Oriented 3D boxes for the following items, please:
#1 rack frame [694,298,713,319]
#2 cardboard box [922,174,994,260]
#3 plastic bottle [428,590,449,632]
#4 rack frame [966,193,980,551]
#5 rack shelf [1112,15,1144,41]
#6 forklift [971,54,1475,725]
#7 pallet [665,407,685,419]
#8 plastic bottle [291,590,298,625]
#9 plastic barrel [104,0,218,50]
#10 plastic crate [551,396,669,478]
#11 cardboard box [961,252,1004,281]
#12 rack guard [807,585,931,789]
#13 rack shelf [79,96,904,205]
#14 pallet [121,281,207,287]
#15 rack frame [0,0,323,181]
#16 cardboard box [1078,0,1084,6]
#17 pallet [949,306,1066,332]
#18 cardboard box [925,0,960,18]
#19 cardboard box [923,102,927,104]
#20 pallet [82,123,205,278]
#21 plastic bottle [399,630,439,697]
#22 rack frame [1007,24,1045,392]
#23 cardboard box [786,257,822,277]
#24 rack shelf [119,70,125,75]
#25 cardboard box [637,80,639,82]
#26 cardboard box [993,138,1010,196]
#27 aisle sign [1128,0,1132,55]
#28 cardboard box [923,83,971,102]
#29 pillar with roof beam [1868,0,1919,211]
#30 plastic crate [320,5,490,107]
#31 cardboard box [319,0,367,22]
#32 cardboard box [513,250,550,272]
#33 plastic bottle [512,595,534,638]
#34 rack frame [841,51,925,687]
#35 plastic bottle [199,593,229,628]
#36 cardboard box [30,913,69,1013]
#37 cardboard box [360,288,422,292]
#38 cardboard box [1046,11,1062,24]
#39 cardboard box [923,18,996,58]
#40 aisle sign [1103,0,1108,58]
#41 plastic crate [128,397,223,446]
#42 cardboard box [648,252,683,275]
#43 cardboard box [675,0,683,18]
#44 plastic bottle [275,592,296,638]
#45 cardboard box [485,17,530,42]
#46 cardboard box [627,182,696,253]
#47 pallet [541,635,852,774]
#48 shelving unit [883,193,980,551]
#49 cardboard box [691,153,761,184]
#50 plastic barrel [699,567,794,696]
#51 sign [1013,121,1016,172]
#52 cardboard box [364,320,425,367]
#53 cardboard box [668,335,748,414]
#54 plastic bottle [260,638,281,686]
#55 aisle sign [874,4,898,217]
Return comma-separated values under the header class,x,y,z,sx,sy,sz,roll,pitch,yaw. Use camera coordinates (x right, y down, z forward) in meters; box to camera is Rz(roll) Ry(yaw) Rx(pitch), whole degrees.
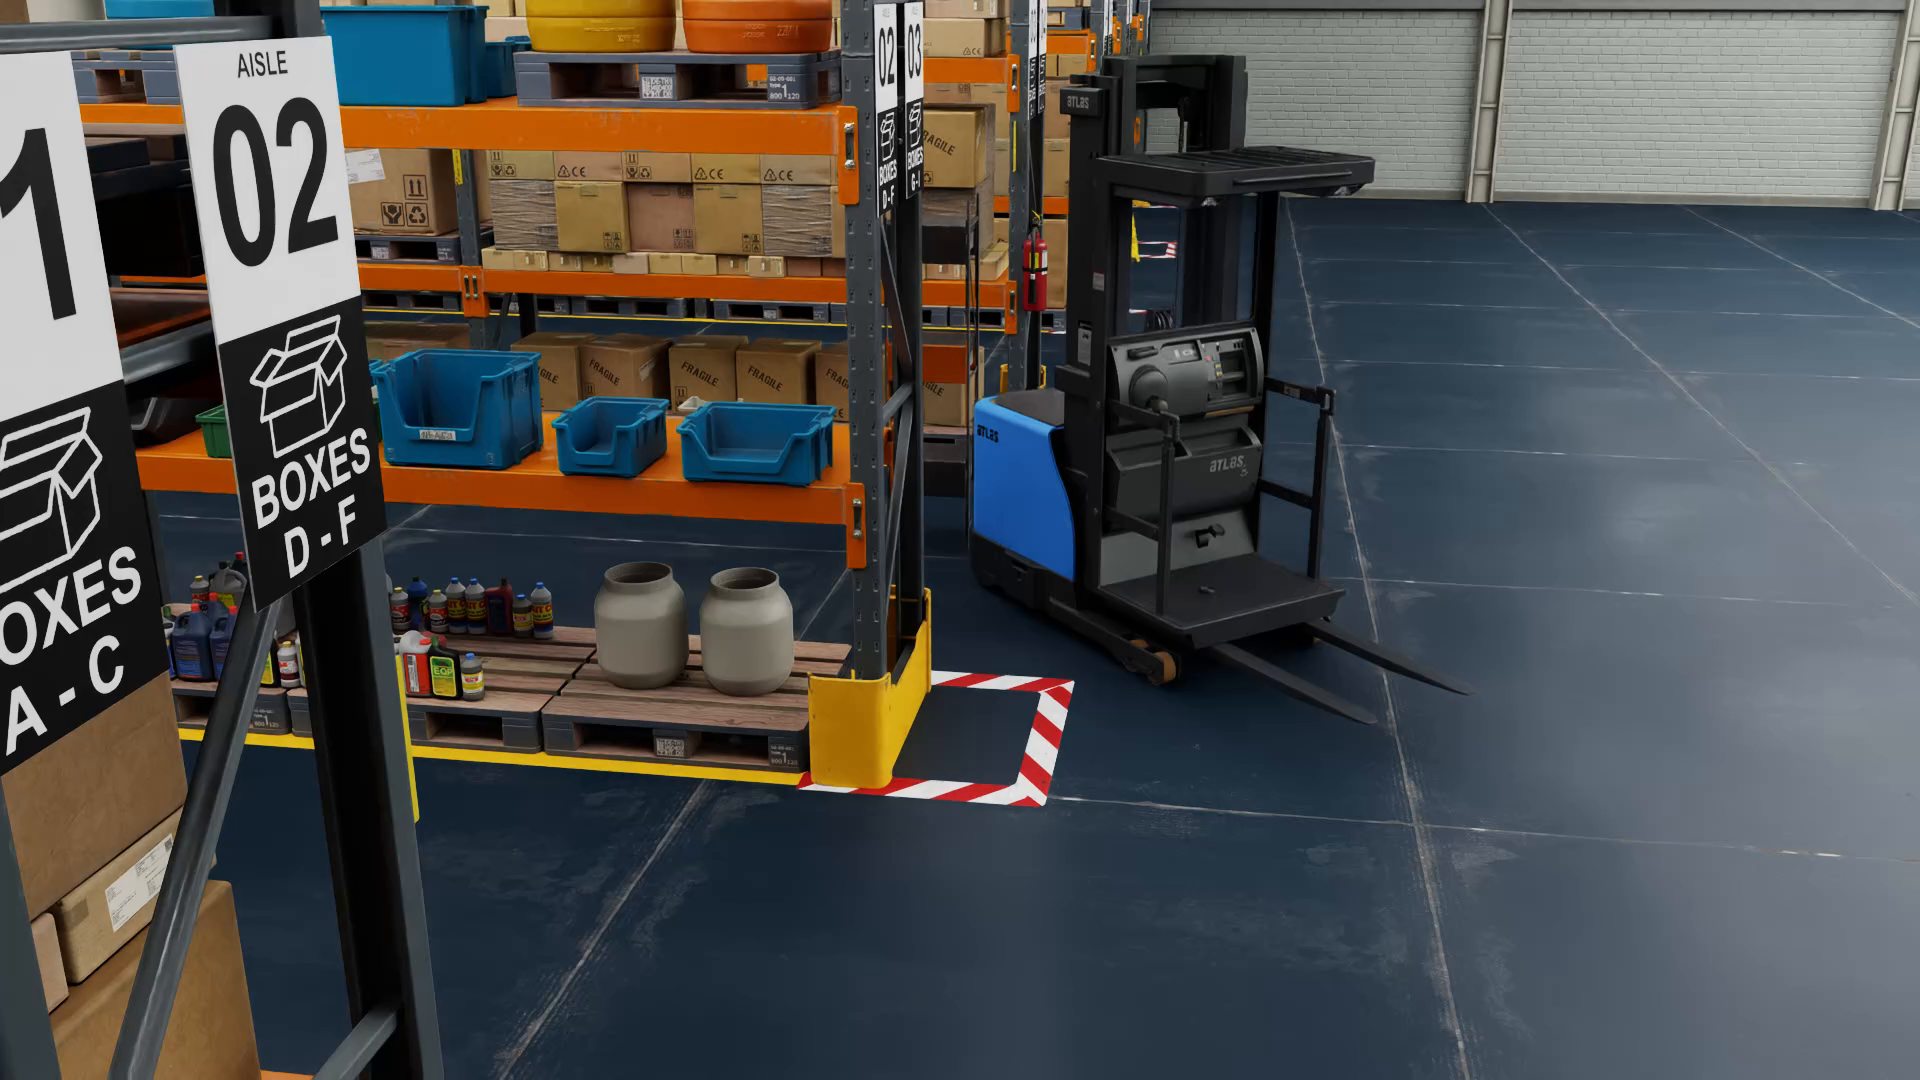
class,x,y,z,sx,sy,sz,roll,pitch,yaw
rack frame,-2.588,-3.857,17.104,0.127,3.000,1.000,3,19,9
cardboard box,-0.064,-2.332,11.918,0.500,0.500,0.875,3,19,9
plastic bottle,-2.587,0.347,8.256,0.097,0.201,0.097,0,18,0
rack frame,0.077,-0.992,9.958,0.015,2.100,0.400,3,19,9
rack shelf,0.855,-7.949,25.739,4.000,0.370,1.077,3,19,9
forklift,1.263,-0.844,8.207,1.130,2.935,3.031,-11,21,-30
pallet,-1.598,-0.903,12.668,1.213,0.211,1.003,3,19,9
plastic bottle,-3.389,0.243,8.332,0.185,0.351,0.144,2,19,6
plastic barrel,-3.295,-2.532,6.965,0.708,0.901,0.600,3,19,9
plastic crate,-1.493,-0.451,7.157,0.408,0.251,0.499,3,19,9
cardboard box,0.160,-1.938,11.763,0.250,0.149,0.380,3,19,9
rack guard,-0.394,0.641,7.600,0.348,0.500,1.175,3,19,9
rack shelf,-2.286,-1.737,7.175,4.000,0.370,1.077,3,19,9
pallet,-8.510,-2.838,18.452,1.213,0.211,1.003,3,19,9
rack frame,-1.100,-1.849,1.646,0.127,3.000,1.000,3,19,9
cardboard box,1.073,-5.323,16.335,0.250,0.149,0.380,3,19,9
pallet,0.559,-2.349,16.991,1.213,0.211,1.003,3,19,9
cardboard box,-0.088,-3.614,11.256,0.250,0.149,0.380,2,19,7
cardboard box,-0.518,-2.910,12.071,0.500,0.500,0.500,3,19,9
pallet,-1.794,-0.428,2.267,1.213,0.211,1.003,3,19,9
plastic bottle,-2.438,0.551,7.527,0.135,0.276,0.152,3,19,9
rack frame,0.474,-2.107,11.873,0.127,3.000,1.000,3,19,9
cardboard box,-1.076,-1.995,11.935,0.250,0.149,0.380,3,19,9
rack shelf,-5.450,-3.490,12.414,4.000,0.370,1.077,3,19,9
cardboard box,-3.911,-5.831,21.713,0.500,0.500,0.500,2,19,7
cardboard box,0.441,-3.752,16.554,0.550,0.550,0.875,3,19,9
aisle sign,2.157,-6.539,21.020,0.004,0.787,0.394,3,19,9
cardboard box,-0.088,-4.339,16.607,0.550,0.550,0.875,3,19,9
pillar with roof beam,13.451,-7.977,19.961,0.400,9.000,9.100,3,19,9
plastic crate,-2.242,-1.972,6.767,0.575,0.384,0.392,3,19,9
cardboard box,-4.419,-3.882,12.001,0.258,0.266,0.396,4,19,11
cardboard box,-3.066,-2.068,12.151,0.250,0.149,0.380,3,19,9
plastic bottle,-2.154,0.369,8.190,0.097,0.201,0.097,0,18,0
rack frame,-0.311,-0.555,7.236,0.127,3.000,1.000,3,19,9
plastic bottle,-3.506,0.416,7.813,0.185,0.351,0.144,3,19,9
cardboard box,-1.508,0.682,2.358,0.250,0.149,0.380,3,19,8
cardboard box,-5.951,-3.132,17.820,0.750,0.750,1.050,3,19,8
cardboard box,1.142,-6.472,20.586,0.250,0.149,0.380,3,19,10
cardboard box,-0.042,-3.403,11.256,0.500,0.250,0.500,3,19,10
aisle sign,1.383,-4.791,15.798,0.004,0.787,0.394,3,19,9
plastic crate,-3.764,-0.661,7.649,0.504,0.338,0.767,3,19,9
cardboard box,-2.072,-2.029,12.036,0.250,0.149,0.380,3,19,9
cardboard box,-1.909,-3.682,11.461,0.250,0.149,0.380,3,19,8
plastic bottle,-3.388,0.326,8.201,0.135,0.276,0.152,3,19,9
cardboard box,-3.071,-3.557,11.715,0.500,0.250,0.500,2,19,7
cardboard box,-2.043,-2.425,12.197,0.500,0.500,0.875,3,19,9
pallet,-1.195,0.735,7.773,1.213,0.211,1.003,3,19,9
shelving unit,-0.163,-1.004,9.995,0.503,2.100,0.431,3,19,9
cardboard box,-1.588,-2.797,11.733,0.500,0.500,0.500,3,19,9
plastic barrel,-0.973,0.416,7.591,0.421,0.512,0.421,0,18,0
sign,0.367,-2.633,11.123,0.005,0.325,0.100,3,19,9
cardboard box,-4.546,-1.399,13.003,0.500,0.500,0.700,3,19,8
cardboard box,-1.894,-1.256,12.608,0.500,0.500,0.500,1,19,4
plastic bottle,-3.187,0.524,7.596,0.133,0.283,0.061,4,19,11
aisle sign,-0.287,-1.691,6.534,0.004,0.787,0.394,3,19,9
